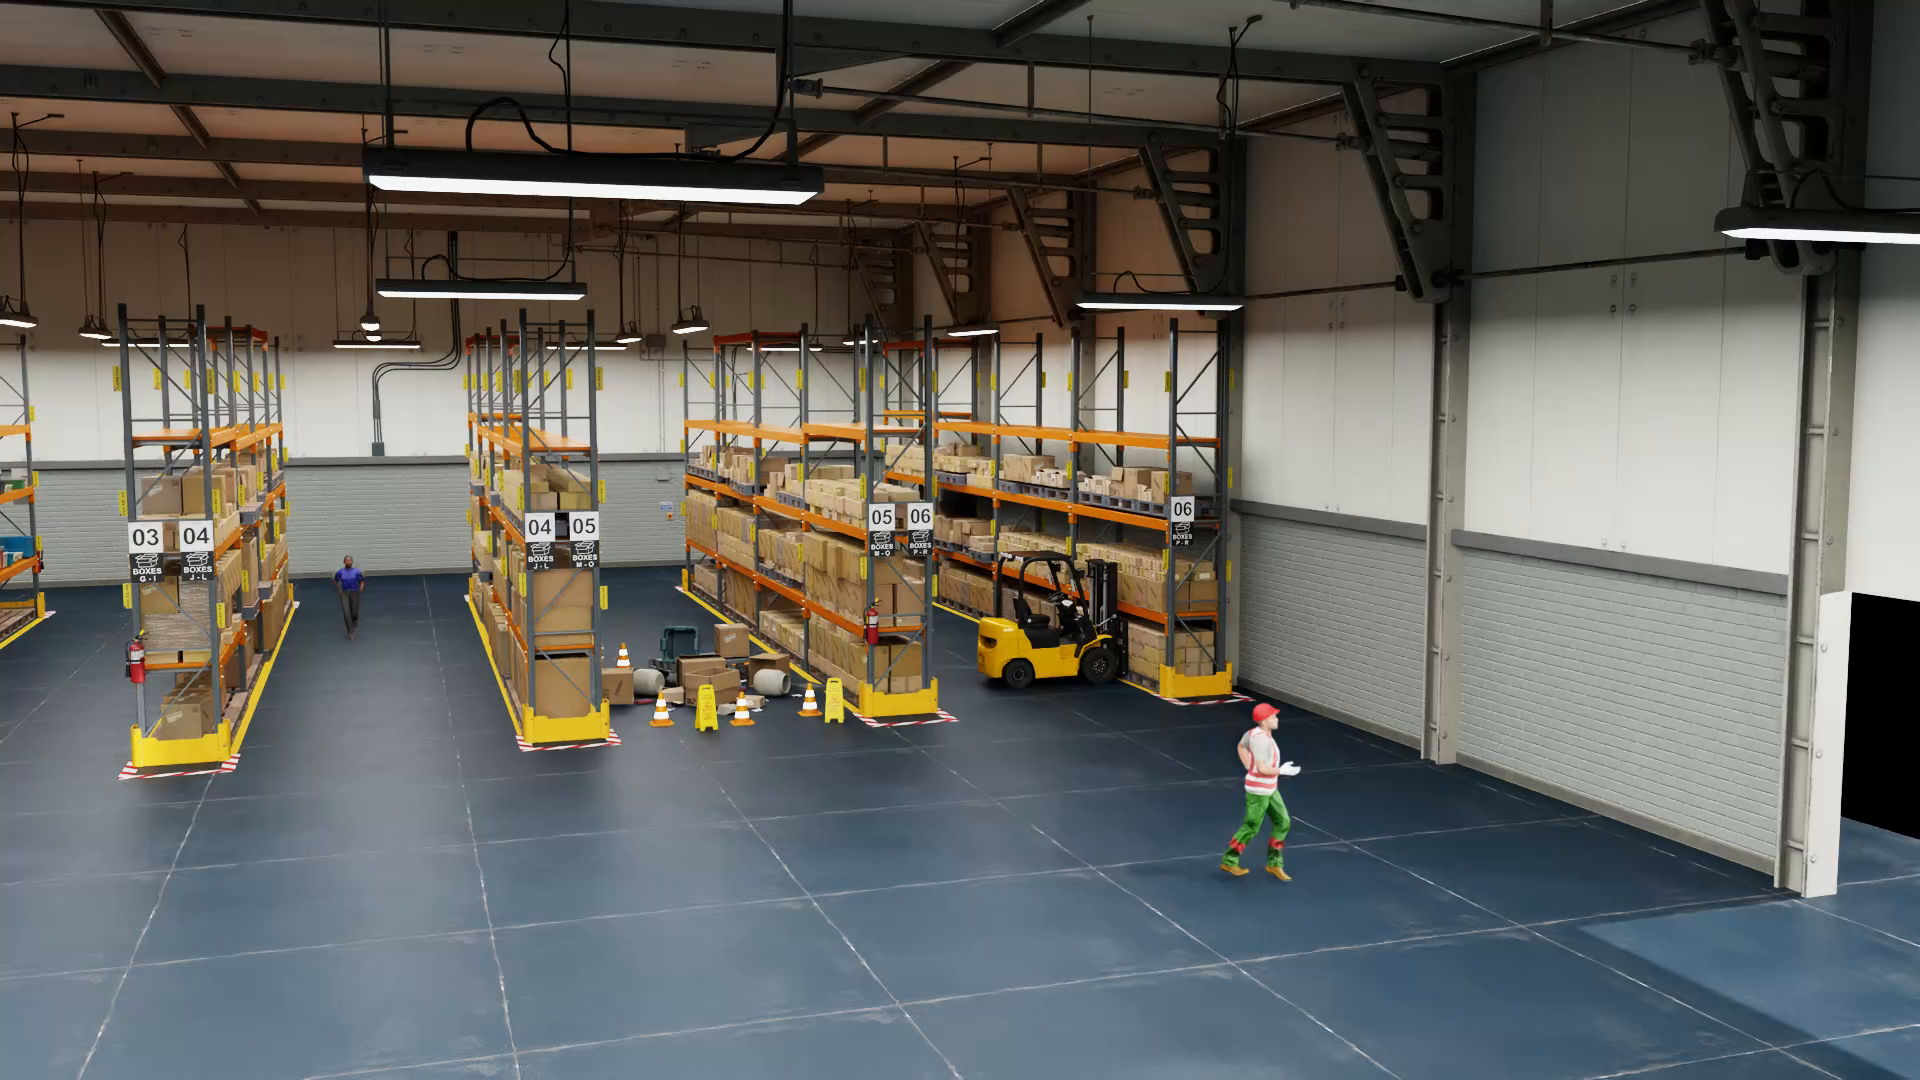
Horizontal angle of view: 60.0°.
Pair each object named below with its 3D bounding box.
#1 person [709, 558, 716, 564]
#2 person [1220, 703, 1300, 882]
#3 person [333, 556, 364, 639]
[{"bbox_3d":[-6.080,0.332,41.588,0.900,1.445,0.602,2,6,22],"label":"person"},{"bbox_3d":[3.010,2.541,16.633,0.788,1.836,0.637,2,6,19],"label":"person"},{"bbox_3d":[-12.012,1.112,32.704,0.576,1.625,0.634,-2,6,-22],"label":"person"}]
